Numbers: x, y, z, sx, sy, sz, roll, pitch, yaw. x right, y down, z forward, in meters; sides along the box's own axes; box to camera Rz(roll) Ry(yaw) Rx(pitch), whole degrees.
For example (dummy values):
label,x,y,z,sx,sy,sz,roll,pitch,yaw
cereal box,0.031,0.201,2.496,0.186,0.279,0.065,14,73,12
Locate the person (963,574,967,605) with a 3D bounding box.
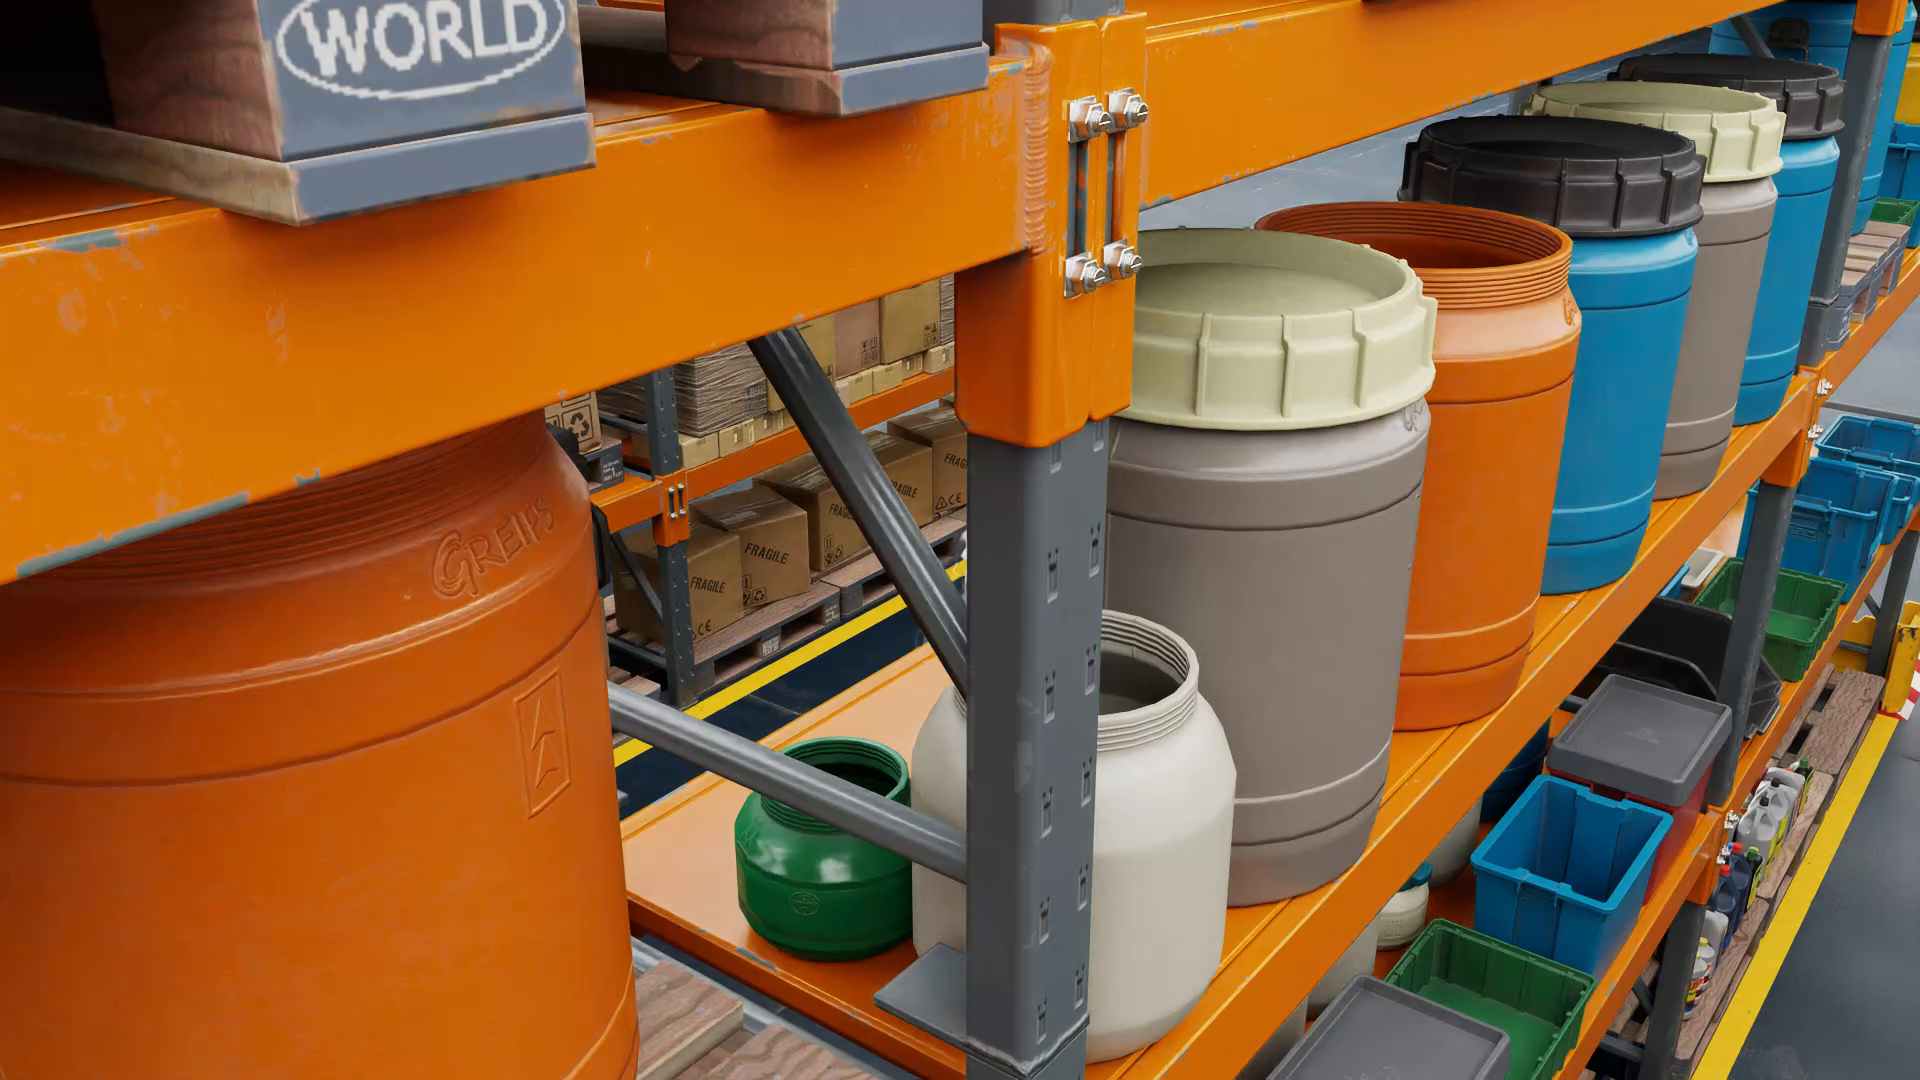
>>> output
label,x,y,z,sx,sy,sz,roll,pitch,yaw
person,0.230,0.605,7.194,0.484,1.756,0.584,16,28,33
